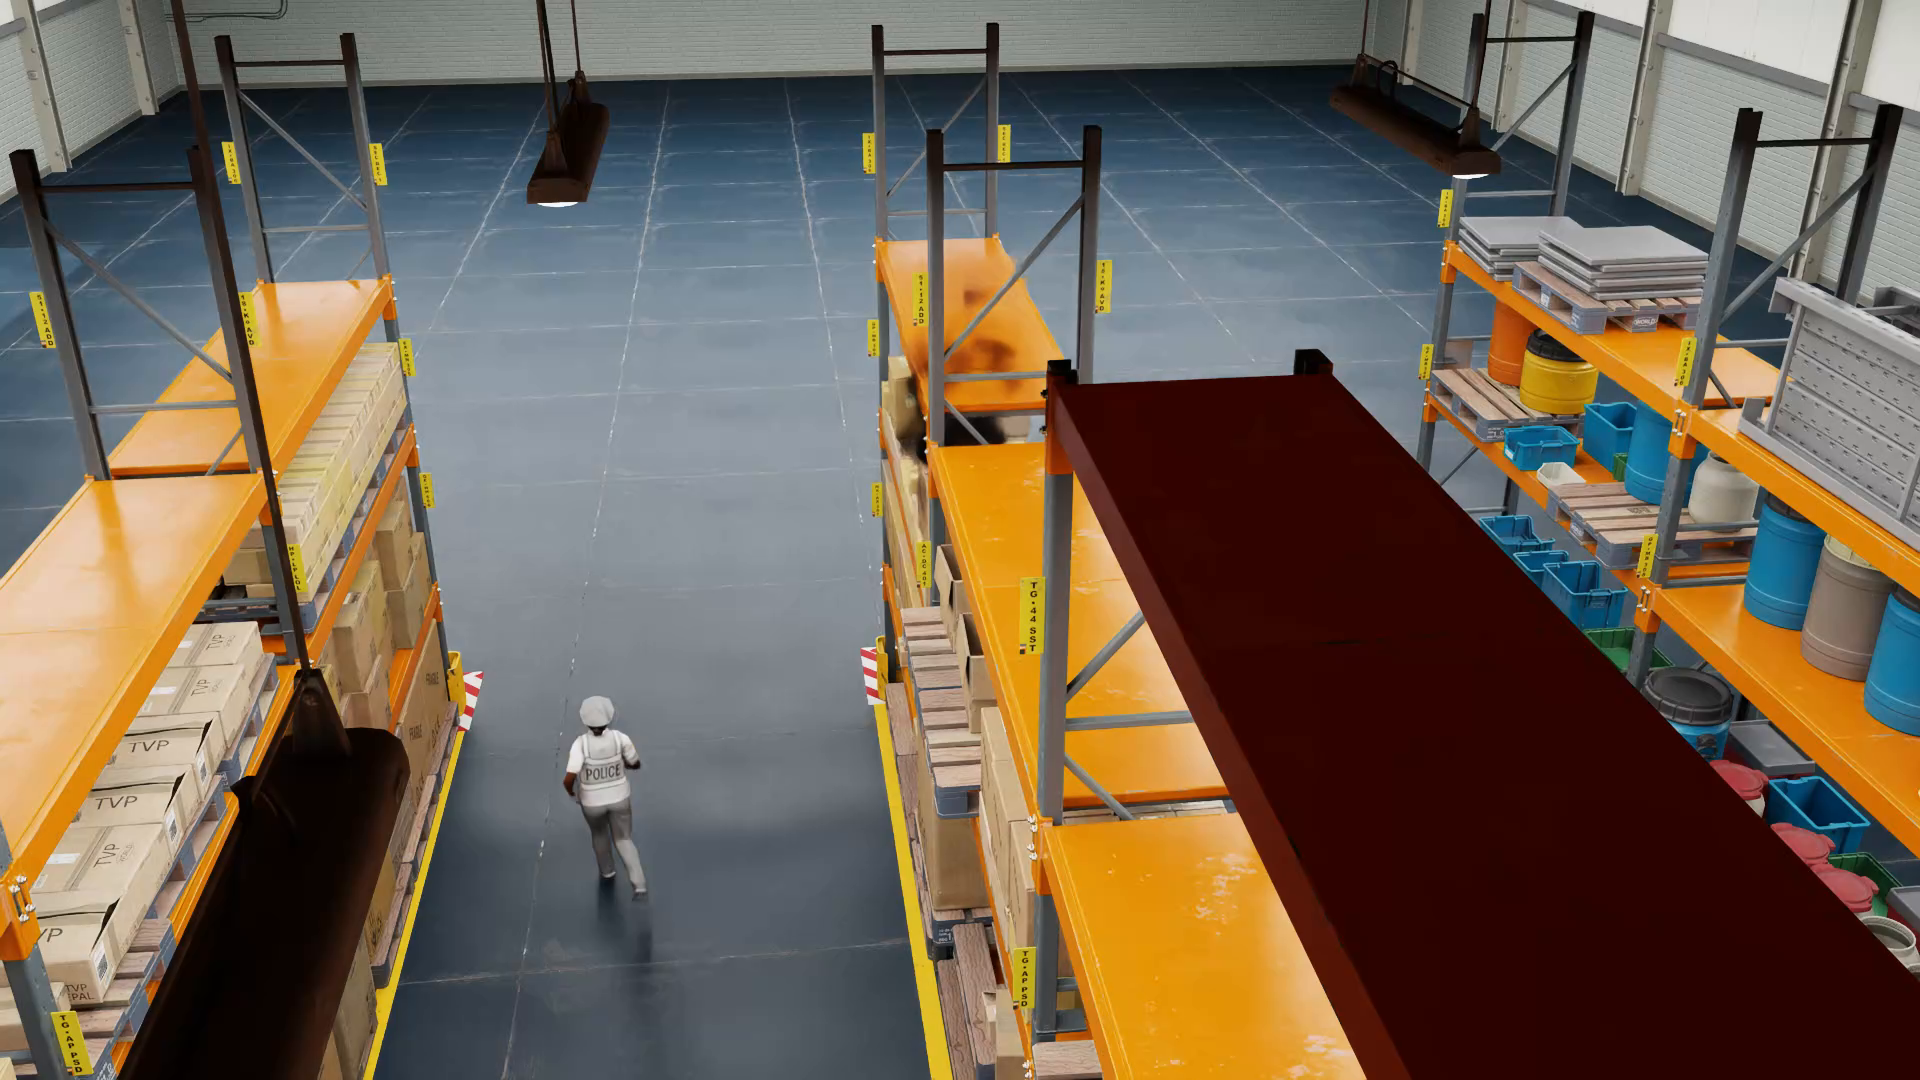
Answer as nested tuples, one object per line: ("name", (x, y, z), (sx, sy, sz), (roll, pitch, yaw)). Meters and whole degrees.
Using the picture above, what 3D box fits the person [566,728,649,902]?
("person", (-2.637, 2.079, 12.483), (0.545, 1.468, 0.908), (-9, 27, -18))
